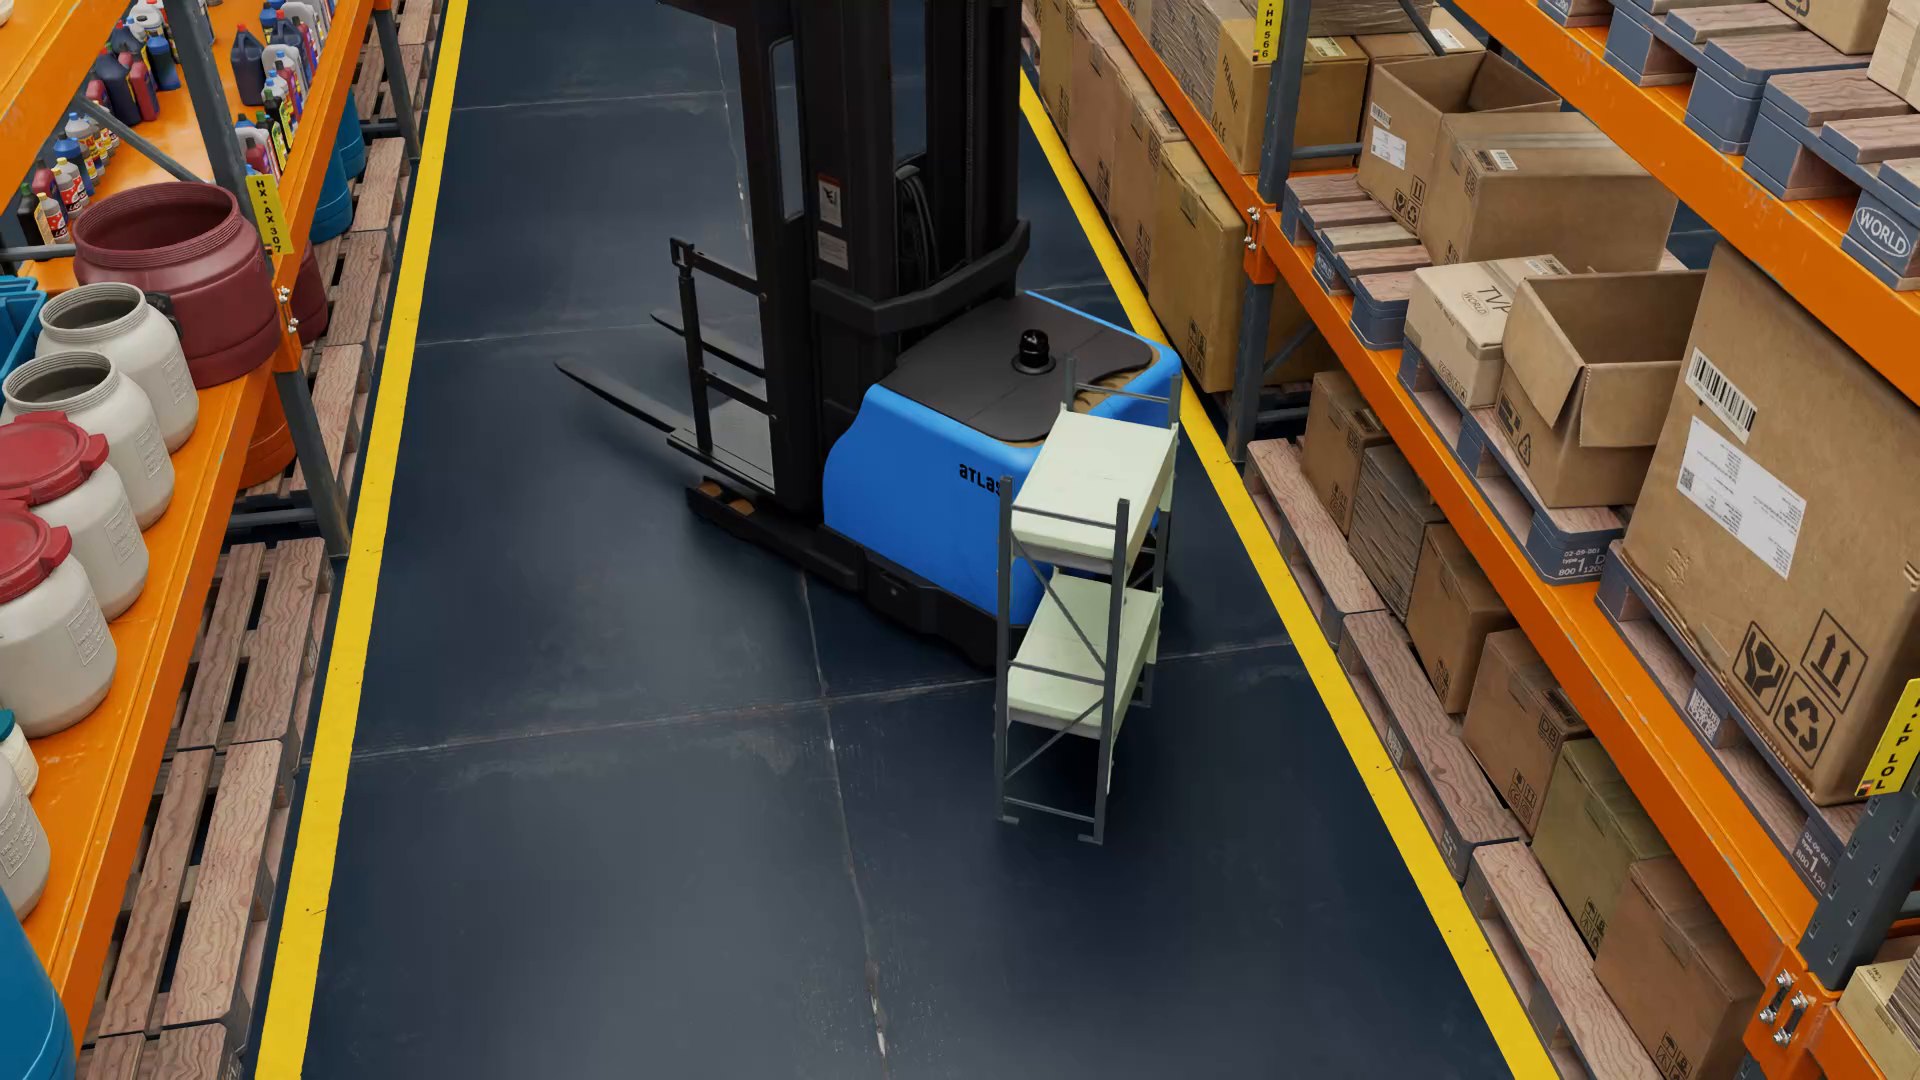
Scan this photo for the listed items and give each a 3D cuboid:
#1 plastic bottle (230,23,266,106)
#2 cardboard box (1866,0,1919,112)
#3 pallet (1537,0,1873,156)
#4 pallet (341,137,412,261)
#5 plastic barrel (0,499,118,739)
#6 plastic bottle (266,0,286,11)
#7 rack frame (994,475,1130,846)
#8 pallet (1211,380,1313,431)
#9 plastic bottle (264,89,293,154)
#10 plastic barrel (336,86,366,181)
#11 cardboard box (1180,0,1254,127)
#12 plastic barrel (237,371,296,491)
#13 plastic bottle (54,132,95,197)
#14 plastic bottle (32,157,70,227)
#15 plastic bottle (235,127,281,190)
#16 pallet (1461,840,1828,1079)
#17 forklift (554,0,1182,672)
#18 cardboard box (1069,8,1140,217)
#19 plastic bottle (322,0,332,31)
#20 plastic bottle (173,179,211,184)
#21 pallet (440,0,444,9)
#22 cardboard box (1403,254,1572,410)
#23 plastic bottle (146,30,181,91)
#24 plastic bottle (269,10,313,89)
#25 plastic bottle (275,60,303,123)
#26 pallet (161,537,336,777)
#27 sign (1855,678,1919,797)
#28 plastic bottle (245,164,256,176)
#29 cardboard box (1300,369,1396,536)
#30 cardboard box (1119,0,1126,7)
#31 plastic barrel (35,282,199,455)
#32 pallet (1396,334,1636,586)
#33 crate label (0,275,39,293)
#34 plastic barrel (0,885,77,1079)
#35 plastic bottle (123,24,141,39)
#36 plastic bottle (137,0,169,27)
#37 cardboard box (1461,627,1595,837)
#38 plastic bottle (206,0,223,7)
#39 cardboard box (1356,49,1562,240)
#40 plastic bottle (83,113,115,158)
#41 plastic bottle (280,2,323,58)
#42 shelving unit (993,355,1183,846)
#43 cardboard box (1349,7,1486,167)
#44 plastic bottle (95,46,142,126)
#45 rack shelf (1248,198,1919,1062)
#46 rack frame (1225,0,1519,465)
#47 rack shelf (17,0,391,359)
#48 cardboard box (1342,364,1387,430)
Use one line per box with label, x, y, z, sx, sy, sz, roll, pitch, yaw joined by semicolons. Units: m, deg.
plastic bottle;-3.281;-2.204;7.682;0.144;0.351;0.185;-6;38;-8
cardboard box;2.184;-1.062;3.494;0.396;0.266;0.258;-5;38;-6
pallet;2.259;-1.328;4.223;1.213;0.211;1.003;-6;38;-8
pallet;-3.737;-1.935;9.568;1.003;0.211;1.213;-6;38;-8
plastic barrel;-2.509;0.227;4.402;0.433;0.535;0.433;0;38;0
plastic bottle;-3.388;-2.621;8.284;0.097;0.271;0.097;0;38;0
rack frame;0.314;0.440;5.461;0.400;1.500;0.023;12;39;14
pallet;1.682;-1.006;8.373;1.003;0.211;1.213;-6;38;-8
plastic bottle;-2.988;-1.845;7.275;0.061;0.283;0.133;-6;38;-8
plastic barrel;-3.753;-2.513;9.408;0.600;0.901;0.708;-6;38;-8
cardboard box;1.334;-2.236;7.602;0.500;0.500;0.500;-7;38;-8
plastic barrel;-3.233;-0.693;7.124;0.600;0.830;0.708;-6;38;-8
plastic bottle;-3.698;-1.567;6.927;0.097;0.271;0.097;0;38;0
plastic bottle;-3.661;-1.382;6.679;0.061;0.283;0.133;-6;38;-8
plastic bottle;-2.969;-1.617;6.988;0.152;0.276;0.135;-6;38;-8
pallet;2.309;1.424;5.245;1.003;0.211;1.213;-6;38;-8
forklift;-0.576;-1.395;6.656;3.031;2.935;1.130;27;45;30
cardboard box;1.334;-2.442;9.338;1.225;0.875;0.875;-7;38;-10
plastic bottle;-3.292;-2.729;8.419;0.152;0.276;0.135;-6;38;-8
plastic bottle;-3.037;-1.321;6.607;0.152;0.276;0.135;-6;38;-8
pallet;-4.426;-4.319;12.637;1.003;0.211;1.213;-6;38;-8
cardboard box;1.814;-0.693;5.477;0.500;0.250;0.500;-7;38;-9
plastic bottle;-3.753;-2.261;7.820;0.097;0.271;0.097;0;38;0
plastic bottle;-3.155;-2.302;7.808;0.144;0.351;0.185;-6;38;-8
plastic bottle;-3.045;-2.043;7.530;0.061;0.283;0.133;-6;38;-8
pallet;-3.032;0.483;6.457;1.003;0.211;1.213;-6;38;-8
sign;1.902;0.397;3.350;0.100;0.325;0.005;-6;38;-8
plastic bottle;-2.881;-1.409;6.723;0.097;0.271;0.097;0;38;0
cardboard box;1.883;-0.407;7.008;0.700;0.500;0.500;-8;39;-10
cardboard box;1.056;-3.168;8.802;0.500;0.500;0.500;-7;38;-9
plastic barrel;-2.739;-0.536;5.404;0.421;0.512;0.421;0;38;0
pallet;2.134;-0.356;5.420;1.003;0.211;1.213;-6;38;-8
crate label;-3.425;-0.730;5.881;0.303;0.233;0.416;-6;38;-8
plastic barrel;-2.198;0.862;3.287;0.600;0.901;0.708;-6;38;-8
plastic bottle;-3.912;-2.304;7.876;0.097;0.271;0.097;0;38;0
plastic bottle;-3.963;-2.578;8.224;0.152;0.276;0.135;-6;38;-8
cardboard box;2.197;0.605;5.705;0.700;0.500;0.500;-9;39;-12
plastic bottle;-3.942;-2.911;8.714;0.097;0.201;0.097;0;38;0
cardboard box;1.880;-1.507;6.321;0.500;0.500;0.500;-11;39;-14
plastic bottle;-3.766;-1.774;7.251;0.097;0.201;0.097;0;38;0
plastic bottle;-3.227;-2.508;8.134;0.152;0.276;0.135;-6;38;-8
shelving unit;0.430;0.227;5.735;0.431;1.500;0.755;12;39;14
cardboard box;1.929;-1.986;7.279;0.500;0.500;0.500;-5;38;-7
plastic bottle;-3.808;-2.061;7.497;0.144;0.351;0.185;-6;38;-8
rack shelf;2.097;-0.131;5.560;1.077;0.370;4.000;-6;38;-8
rack frame;1.746;-1.623;6.895;1.000;3.000;0.127;-6;38;-8
rack shelf;-3.481;-2.015;7.984;1.077;0.370;4.000;-6;38;-8
cardboard box;1.893;-0.705;6.780;0.500;0.250;0.500;-5;38;-6
